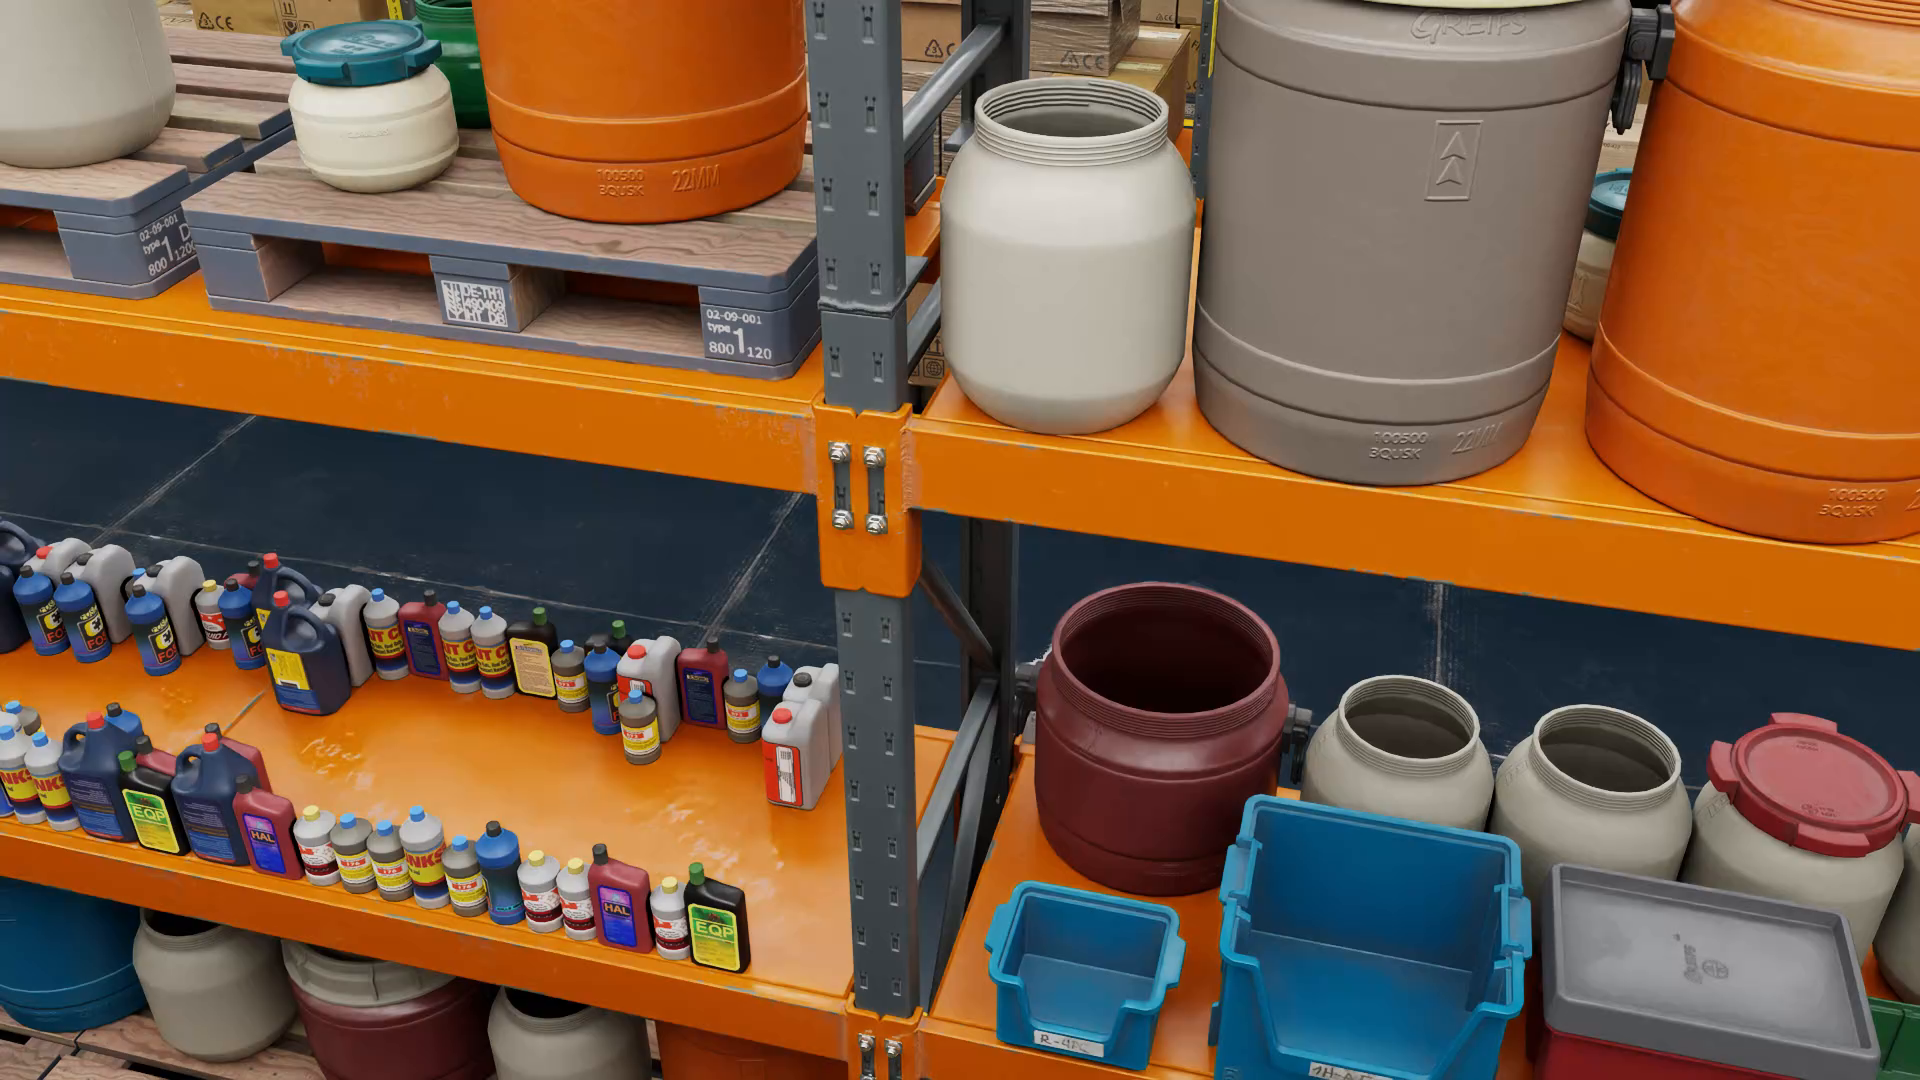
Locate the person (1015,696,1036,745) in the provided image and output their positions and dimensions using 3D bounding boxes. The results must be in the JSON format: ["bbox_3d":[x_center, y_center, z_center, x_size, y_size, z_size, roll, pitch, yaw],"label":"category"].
[{"bbox_3d":[0.555,0.696,5.633,0.818,1.054,0.501,19,37,26],"label":"person"}]
